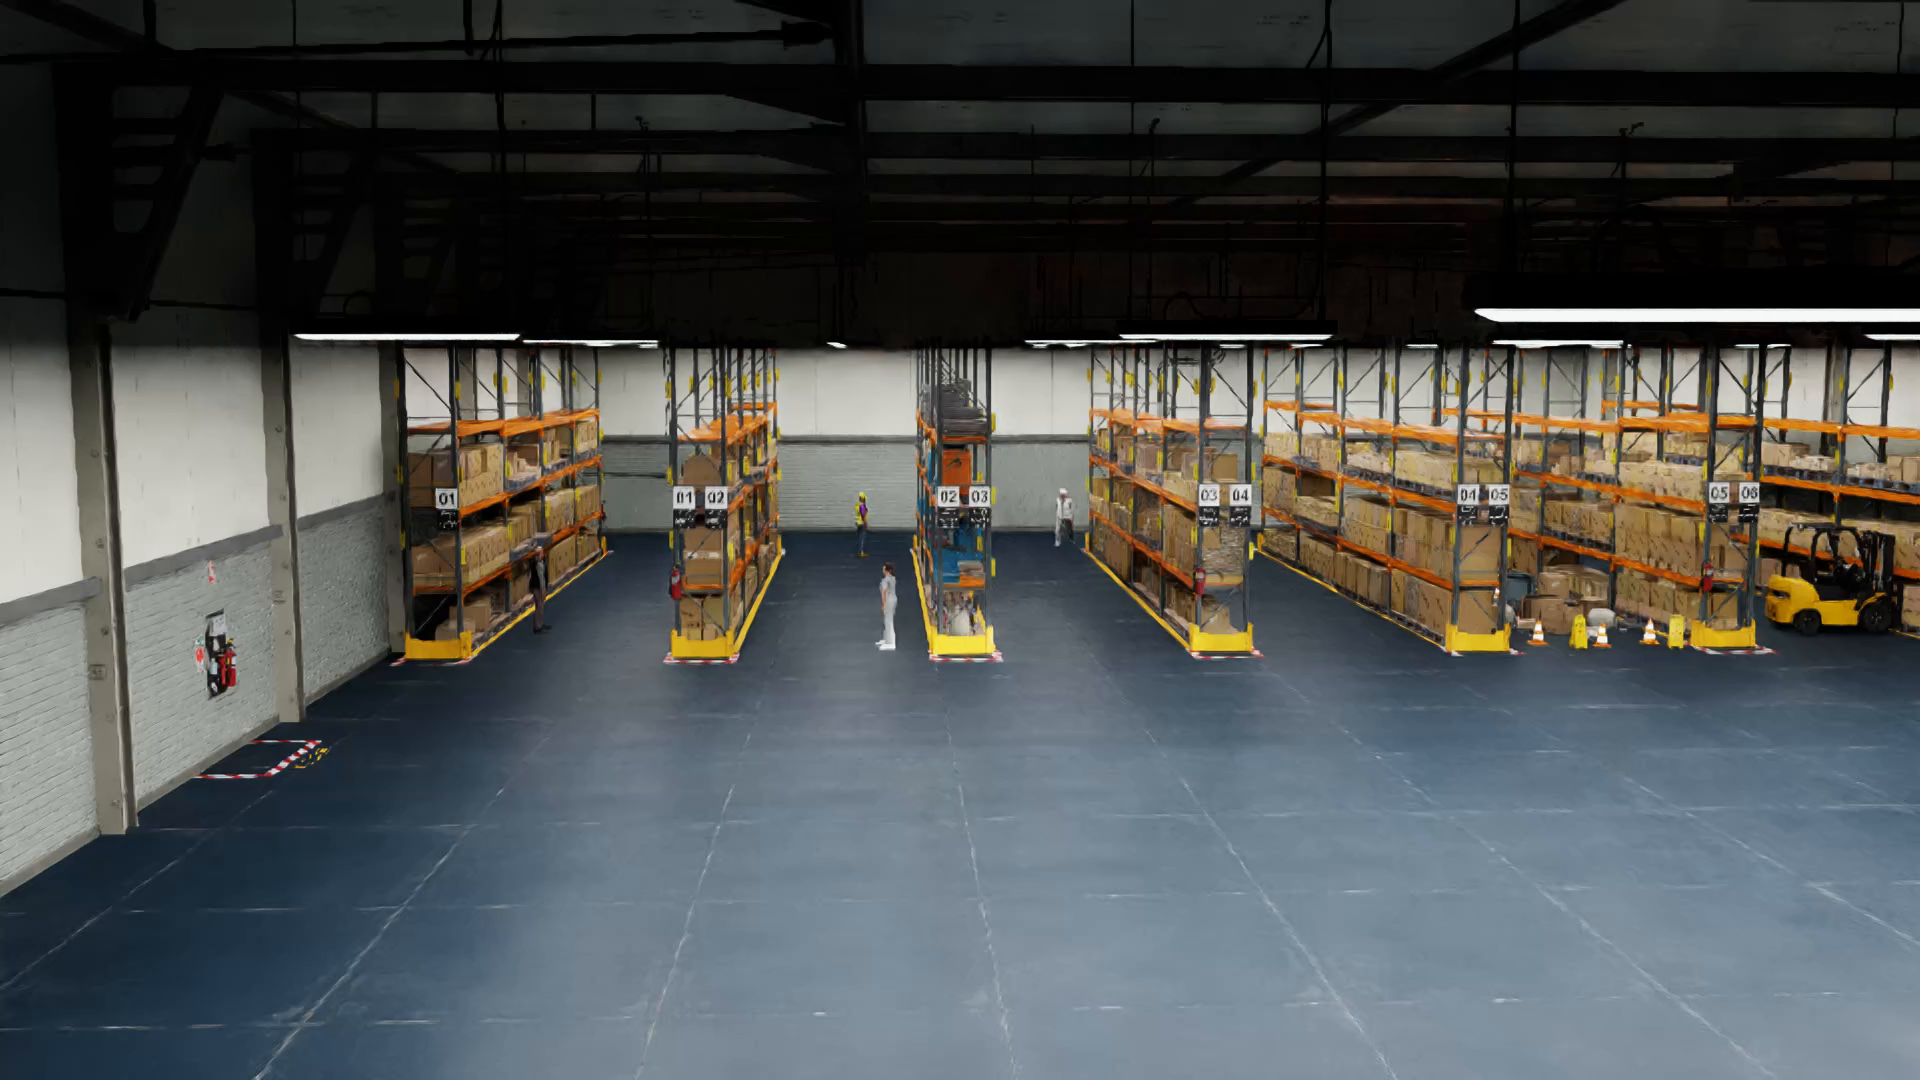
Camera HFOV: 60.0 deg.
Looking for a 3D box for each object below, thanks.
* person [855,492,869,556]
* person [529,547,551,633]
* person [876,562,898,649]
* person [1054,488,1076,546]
[{"bbox_3d":[-2.727,-0.456,46.534,0.375,1.775,0.639,-2,7,-16],"label":"person"},{"bbox_3d":[-8.544,1.043,33.952,0.463,1.641,0.598,-4,7,-29],"label":"person"},{"bbox_3d":[-1.423,1.242,32.055,0.482,1.674,0.486,3,7,25],"label":"person"},{"bbox_3d":[3.090,-0.686,48.971,0.572,1.721,0.954,2,7,18],"label":"person"}]
